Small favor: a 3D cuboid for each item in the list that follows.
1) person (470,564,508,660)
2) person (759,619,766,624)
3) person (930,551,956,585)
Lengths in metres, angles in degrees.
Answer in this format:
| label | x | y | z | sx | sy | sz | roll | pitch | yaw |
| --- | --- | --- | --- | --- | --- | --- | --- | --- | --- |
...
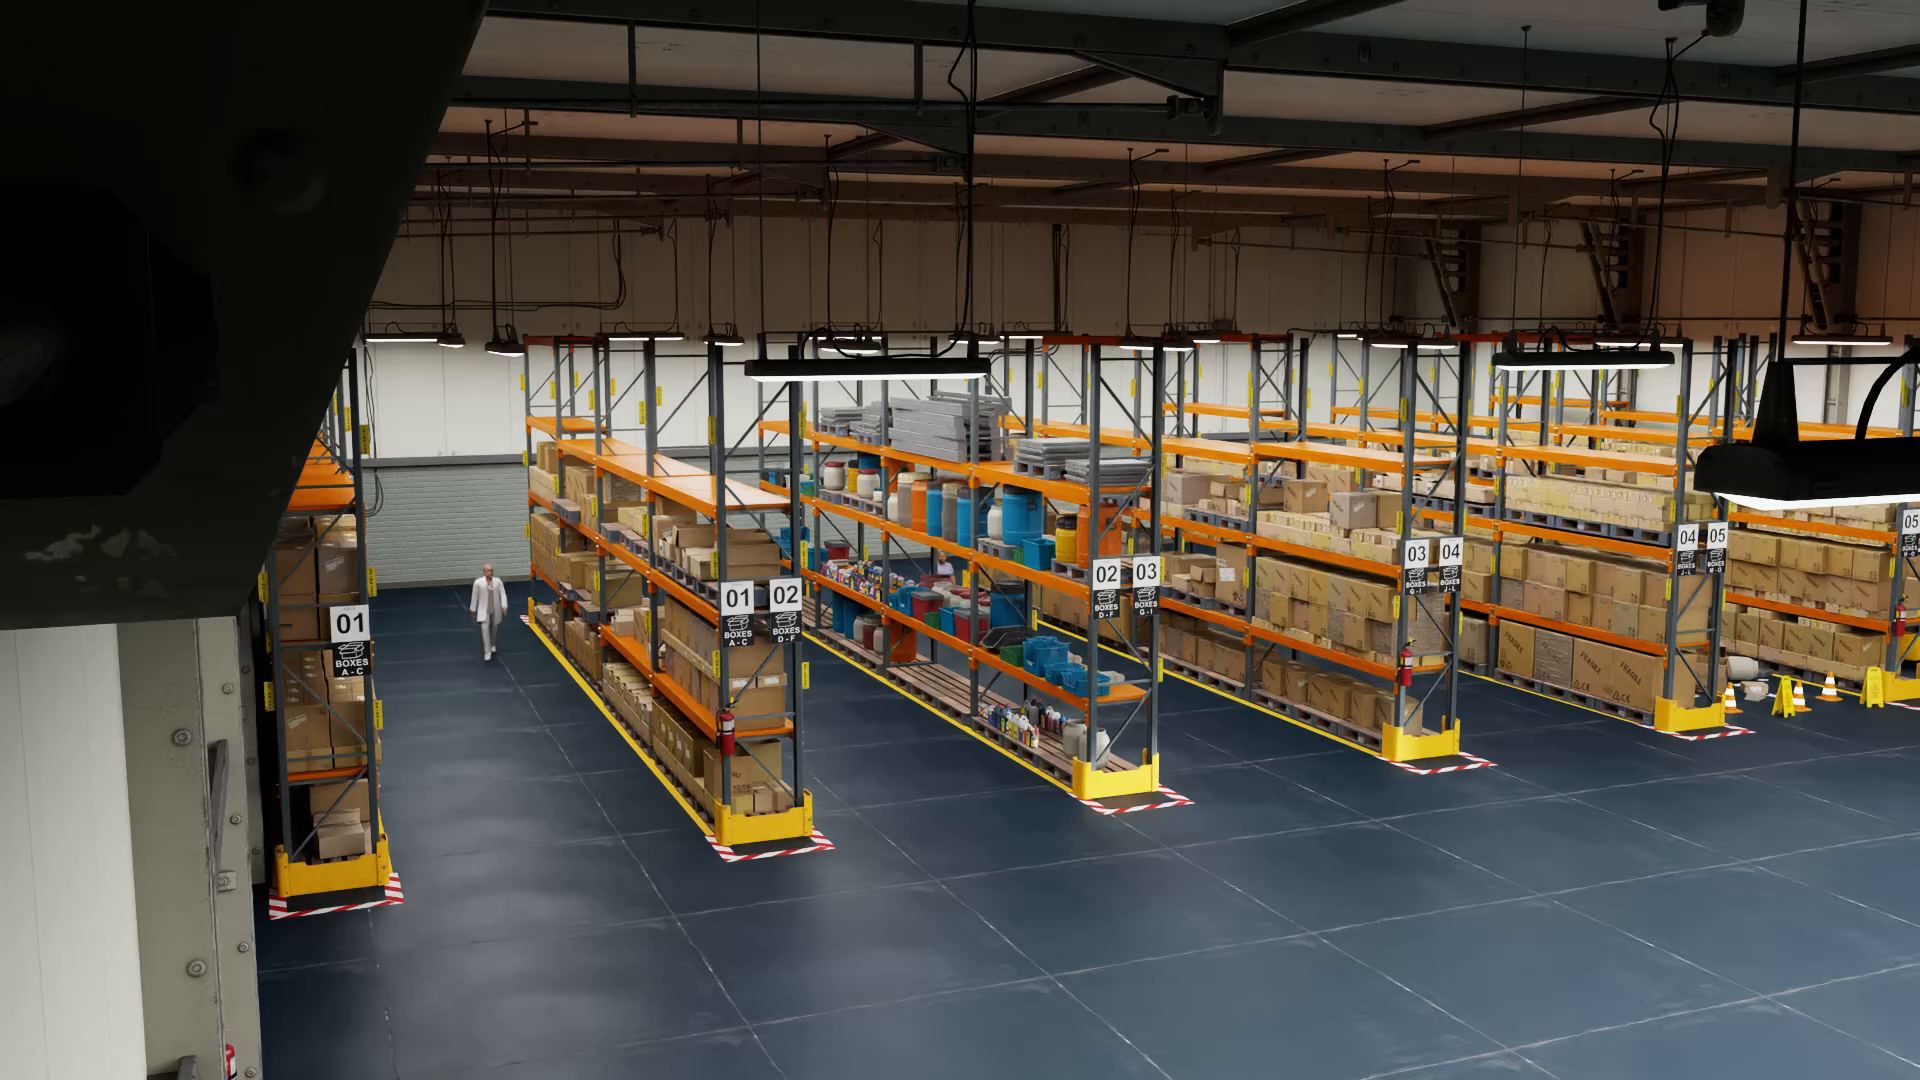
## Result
| label | x | y | z | sx | sy | sz | roll | pitch | yaw |
| --- | --- | --- | --- | --- | --- | --- | --- | --- | --- |
| person | -8.803 | 1.317 | 31.115 | 0.653 | 1.717 | 1.114 | -4 | 8 | -26 |
| person | -3.676 | 1.509 | 29.753 | 0.589 | 1.730 | 1.098 | -4 | 8 | -26 |
| person | -0.349 | 1.010 | 34.013 | 0.502 | 1.588 | 1.034 | -3 | 8 | -24 |
